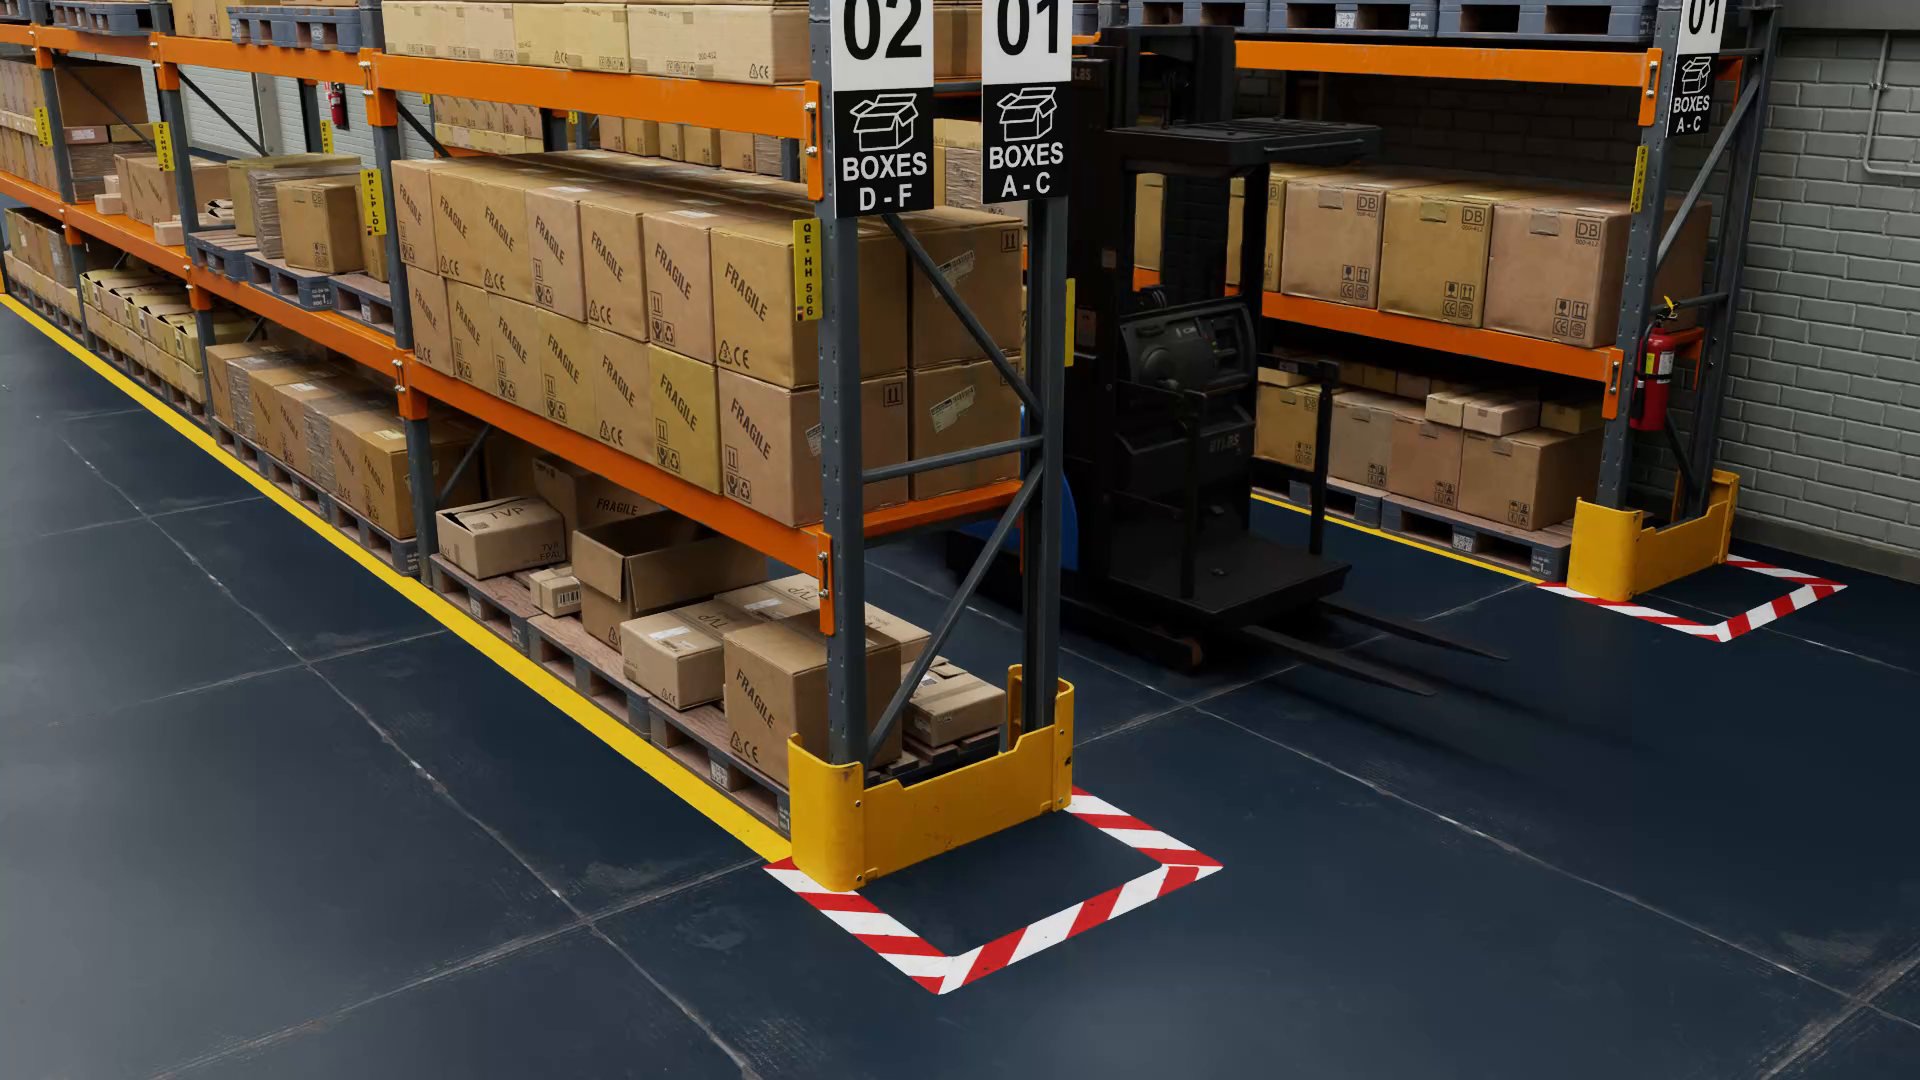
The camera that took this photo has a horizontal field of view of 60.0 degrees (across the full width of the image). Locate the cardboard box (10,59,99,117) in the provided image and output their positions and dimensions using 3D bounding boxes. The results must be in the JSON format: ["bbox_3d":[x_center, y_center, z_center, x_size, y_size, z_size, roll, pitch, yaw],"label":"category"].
[{"bbox_3d":[-8.710,-4.377,16.087,0.700,0.500,0.500,-14,23,-36],"label":"cardboard box"}]

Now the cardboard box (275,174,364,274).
[{"bbox_3d":[-3.673,-1.934,10.104,0.500,0.500,0.700,13,23,35],"label":"cardboard box"}]

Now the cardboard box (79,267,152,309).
[{"bbox_3d":[-7.433,-2.245,14.684,0.500,0.311,0.500,-14,23,-36],"label":"cardboard box"}]

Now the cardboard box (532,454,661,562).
[{"bbox_3d":[-1.951,-0.201,8.974,0.500,0.500,0.500,-14,23,-36],"label":"cardboard box"}]

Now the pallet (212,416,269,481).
[{"bbox_3d":[-4.577,-0.734,11.744,1.003,0.211,1.213,-14,23,-36],"label":"pallet"}]

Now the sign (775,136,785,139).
[{"bbox_3d":[-1.550,-3.621,14.310,0.100,0.325,0.005,-14,23,-36],"label":"sign"}]

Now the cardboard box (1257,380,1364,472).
[{"bbox_3d":[2.363,-0.789,10.780,0.700,0.500,0.500,-13,23,-35],"label":"cardboard box"}]

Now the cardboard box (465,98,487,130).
[{"bbox_3d":[-5.422,-5.054,19.368,0.500,0.500,0.500,-15,23,-38],"label":"cardboard box"}]

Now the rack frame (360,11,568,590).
[{"bbox_3d":[-2.528,-1.264,8.907,1.000,3.000,0.127,-14,23,-36],"label":"rack frame"}]

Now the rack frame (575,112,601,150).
[{"bbox_3d":[-3.614,-4.203,17.783,1.000,3.000,0.127,-14,23,-36],"label":"rack frame"}]

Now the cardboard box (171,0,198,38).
[{"bbox_3d":[-4.714,-3.620,11.092,0.910,0.500,0.500,-14,23,-36],"label":"cardboard box"}]

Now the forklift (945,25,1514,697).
[{"bbox_3d":[1.268,-0.938,8.032,1.130,2.935,3.031,-15,24,-39],"label":"forklift"}]

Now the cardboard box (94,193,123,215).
[{"bbox_3d":[-7.105,-2.858,14.120,0.380,0.149,0.250,-14,23,-36],"label":"cardboard box"}]

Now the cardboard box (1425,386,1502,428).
[{"bbox_3d":[2.942,-0.778,9.718,0.380,0.149,0.250,-13,22,-35],"label":"cardboard box"}]

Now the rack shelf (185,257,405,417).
[{"bbox_3d":[-3.769,-1.415,10.508,1.077,0.370,4.000,-14,23,-36],"label":"rack shelf"}]

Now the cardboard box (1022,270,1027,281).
[{"bbox_3d":[0.294,-1.764,13.168,0.750,0.750,0.750,-13,22,-34],"label":"cardboard box"}]

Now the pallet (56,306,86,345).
[{"bbox_3d":[-7.956,-2.115,15.915,1.003,0.211,1.213,-14,23,-36],"label":"pallet"}]

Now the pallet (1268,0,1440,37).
[{"bbox_3d":[2.606,-3.109,9.850,1.003,0.211,1.213,-14,23,-36],"label":"pallet"}]

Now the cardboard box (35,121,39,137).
[{"bbox_3d":[-8.312,-3.805,15.392,0.380,0.149,0.250,-14,23,-36],"label":"cardboard box"}]

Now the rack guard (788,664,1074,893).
[{"bbox_3d":[-0.091,0.890,6.380,1.175,0.500,0.348,-14,23,-36],"label":"rack guard"}]

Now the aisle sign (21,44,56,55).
[{"bbox_3d":[-9.789,-5.528,17.650,0.394,0.787,0.004,-14,23,-36],"label":"aisle sign"}]

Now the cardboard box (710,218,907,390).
[{"bbox_3d":[-0.536,-0.856,5.927,0.500,0.500,0.500,-14,23,-37],"label":"cardboard box"}]

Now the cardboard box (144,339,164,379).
[{"bbox_3d":[-6.162,-1.476,13.255,0.500,0.250,0.500,-13,23,-35],"label":"cardboard box"}]

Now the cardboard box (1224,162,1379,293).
[{"bbox_3d":[2.126,-2.056,10.823,0.980,0.700,0.700,-15,23,-37],"label":"cardboard box"}]

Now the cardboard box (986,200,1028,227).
[{"bbox_3d":[0.545,-2.618,12.333,0.500,0.500,0.500,-14,23,-36],"label":"cardboard box"}]

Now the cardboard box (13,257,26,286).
[{"bbox_3d":[-9.506,-2.817,17.303,0.500,0.250,0.500,-14,23,-36],"label":"cardboard box"}]

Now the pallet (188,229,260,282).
[{"bbox_3d":[-4.535,-2.005,11.451,1.213,0.211,1.003,-14,23,-36],"label":"pallet"}]

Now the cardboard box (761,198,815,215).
[{"bbox_3d":[-0.443,-1.088,6.628,0.500,0.500,0.500,-14,23,-36],"label":"cardboard box"}]

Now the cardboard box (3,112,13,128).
[{"bbox_3d":[-9.261,-4.183,16.533,0.380,0.149,0.250,-15,23,-38],"label":"cardboard box"}]

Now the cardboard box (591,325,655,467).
[{"bbox_3d":[-1.166,-0.634,6.846,0.500,0.500,0.500,-14,23,-36],"label":"cardboard box"}]

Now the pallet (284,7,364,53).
[{"bbox_3d":[-2.877,-2.773,8.992,1.213,0.211,1.003,-14,23,-36],"label":"pallet"}]

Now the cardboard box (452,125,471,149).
[{"bbox_3d":[-5.710,-4.819,19.852,0.500,0.250,0.500,-15,23,-38],"label":"cardboard box"}]

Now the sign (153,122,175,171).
[{"bbox_3d":[-5.444,-2.690,11.372,0.100,0.325,0.005,-14,23,-36],"label":"sign"}]

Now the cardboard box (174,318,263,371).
[{"bbox_3d":[-5.529,-1.491,12.406,0.500,0.311,0.500,-13,22,-35],"label":"cardboard box"}]

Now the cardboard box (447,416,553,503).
[{"bbox_3d":[-2.637,-0.453,9.734,0.500,0.500,0.500,-15,24,-39],"label":"cardboard box"}]

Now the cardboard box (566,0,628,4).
[{"bbox_3d":[-1.181,-2.192,6.382,0.500,0.250,0.500,-14,23,-36],"label":"cardboard box"}]

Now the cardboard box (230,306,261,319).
[{"bbox_3d":[-5.439,-1.724,13.110,0.500,0.311,0.500,-15,23,-37],"label":"cardboard box"}]

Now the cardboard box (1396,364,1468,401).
[{"bbox_3d":[2.929,-0.977,10.317,0.380,0.149,0.250,-14,23,-35],"label":"cardboard box"}]

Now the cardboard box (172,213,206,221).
[{"bbox_3d":[-5.847,-2.433,12.839,0.380,0.149,0.250,-12,22,-32],"label":"cardboard box"}]

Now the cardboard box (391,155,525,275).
[{"bbox_3d":[-2.456,-1.615,8.218,0.500,0.500,0.500,-13,22,-35],"label":"cardboard box"}]

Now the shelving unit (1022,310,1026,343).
[{"bbox_3d":[-0.101,-0.742,9.717,0.587,1.500,1.083,-15,24,-39],"label":"shelving unit"}]

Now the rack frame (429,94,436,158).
[{"bbox_3d":[-6.097,-5.188,20.759,1.000,3.000,0.127,-14,23,-36],"label":"rack frame"}]

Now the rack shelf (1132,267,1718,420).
[{"bbox_3d":[2.595,-1.397,10.454,1.077,0.370,4.000,-14,23,-36],"label":"rack shelf"}]

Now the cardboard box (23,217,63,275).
[{"bbox_3d":[-8.890,-2.925,16.437,0.500,0.500,0.500,-14,23,-36],"label":"cardboard box"}]

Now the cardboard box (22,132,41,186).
[{"bbox_3d":[-8.735,-3.770,16.316,0.700,0.500,0.500,-13,22,-35],"label":"cardboard box"}]

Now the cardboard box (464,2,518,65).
[{"bbox_3d":[-1.803,-2.201,7.204,0.500,0.250,0.500,-14,23,-36],"label":"cardboard box"}]

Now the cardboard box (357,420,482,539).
[{"bbox_3d":[-3.059,-0.352,9.429,0.500,0.500,0.500,-14,23,-36],"label":"cardboard box"}]

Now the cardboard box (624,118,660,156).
[{"bbox_3d":[-2.983,-4.188,16.879,0.700,0.500,0.500,-11,21,-31],"label":"cardboard box"}]

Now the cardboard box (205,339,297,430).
[{"bbox_3d":[-4.953,-1.104,11.700,0.500,0.500,0.500,-13,22,-34],"label":"cardboard box"}]
